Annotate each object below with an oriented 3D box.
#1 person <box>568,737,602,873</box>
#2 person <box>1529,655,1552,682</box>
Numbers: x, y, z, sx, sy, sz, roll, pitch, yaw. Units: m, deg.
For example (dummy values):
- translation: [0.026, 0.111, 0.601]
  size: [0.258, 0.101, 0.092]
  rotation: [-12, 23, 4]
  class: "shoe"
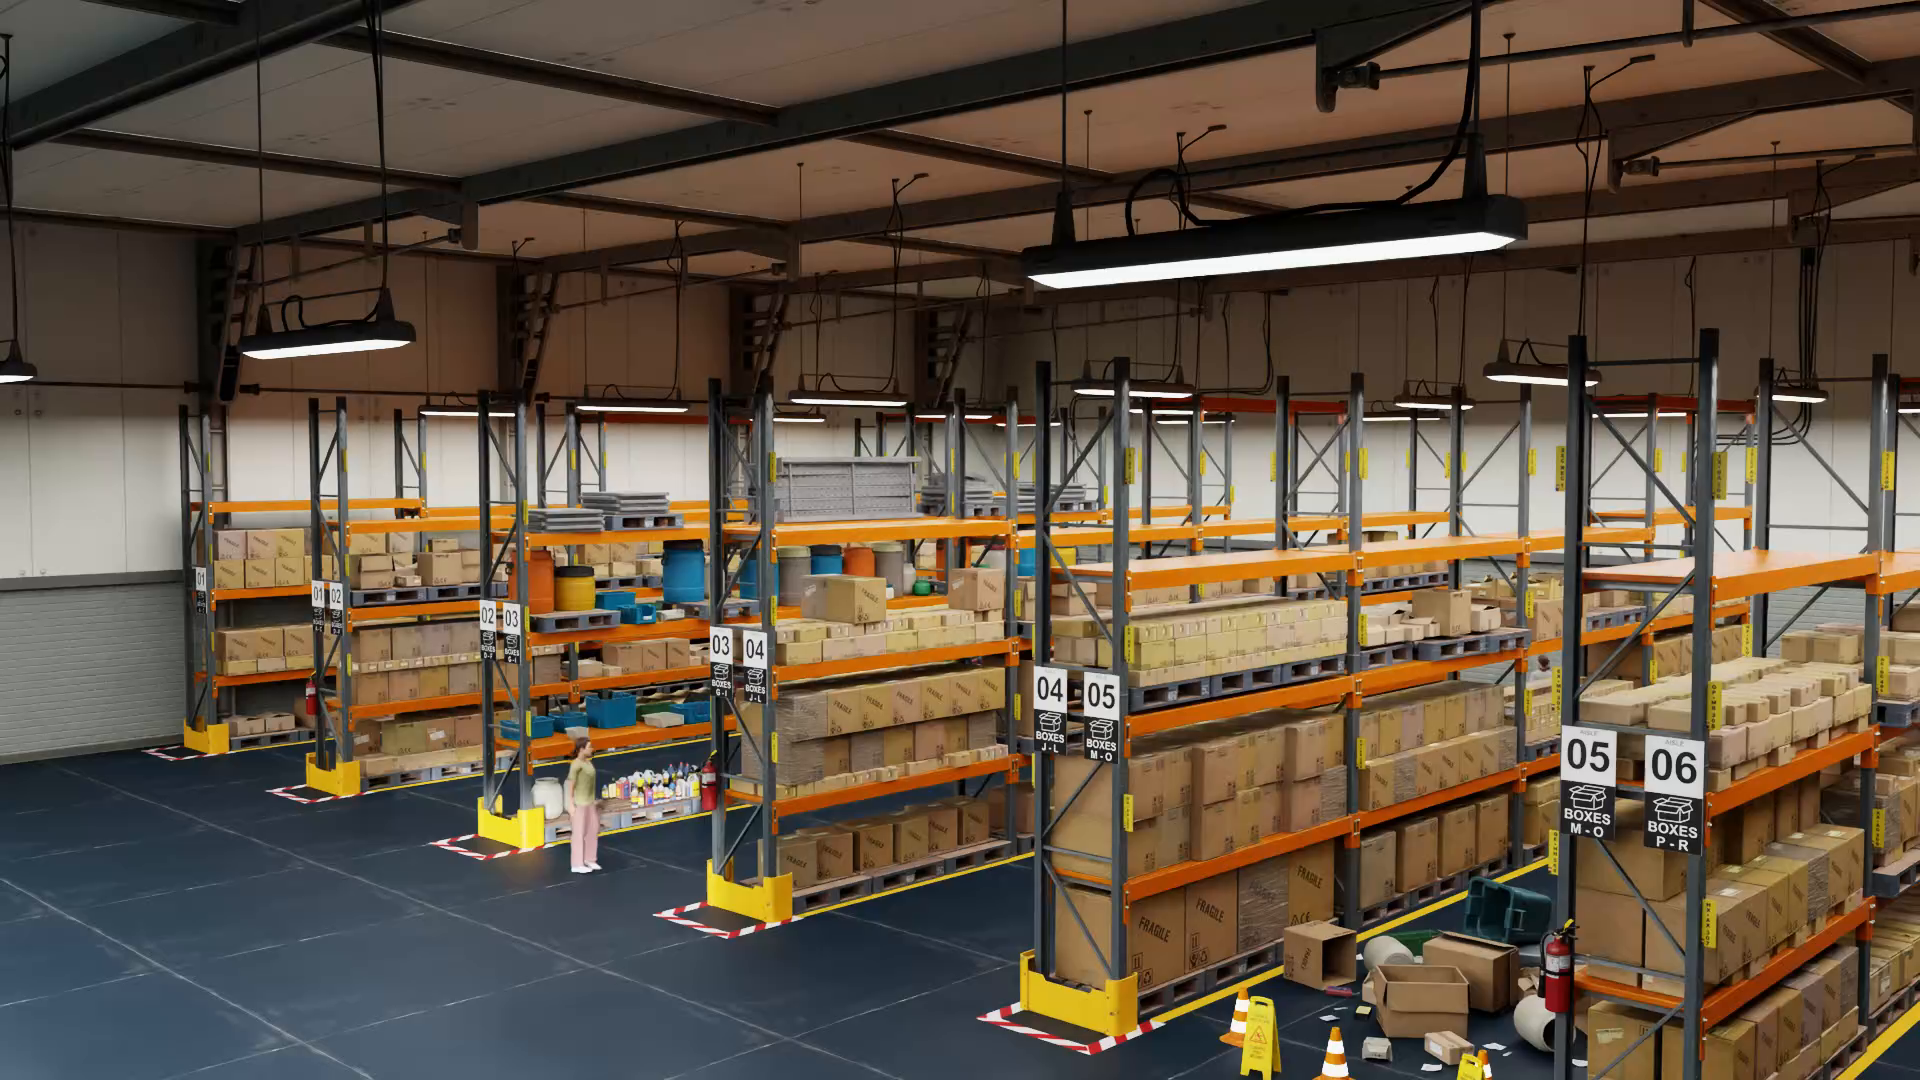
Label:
- translation: [-4.641, 3.274, 20.484]
  size: [0.336, 1.709, 0.532]
  rotation: [1, 3, 11]
  class: "person"
- translation: [10.028, 2.814, 28.673]
  size: [0.458, 1.682, 0.361]
  rotation: [0, 3, 7]
  class: "person"
